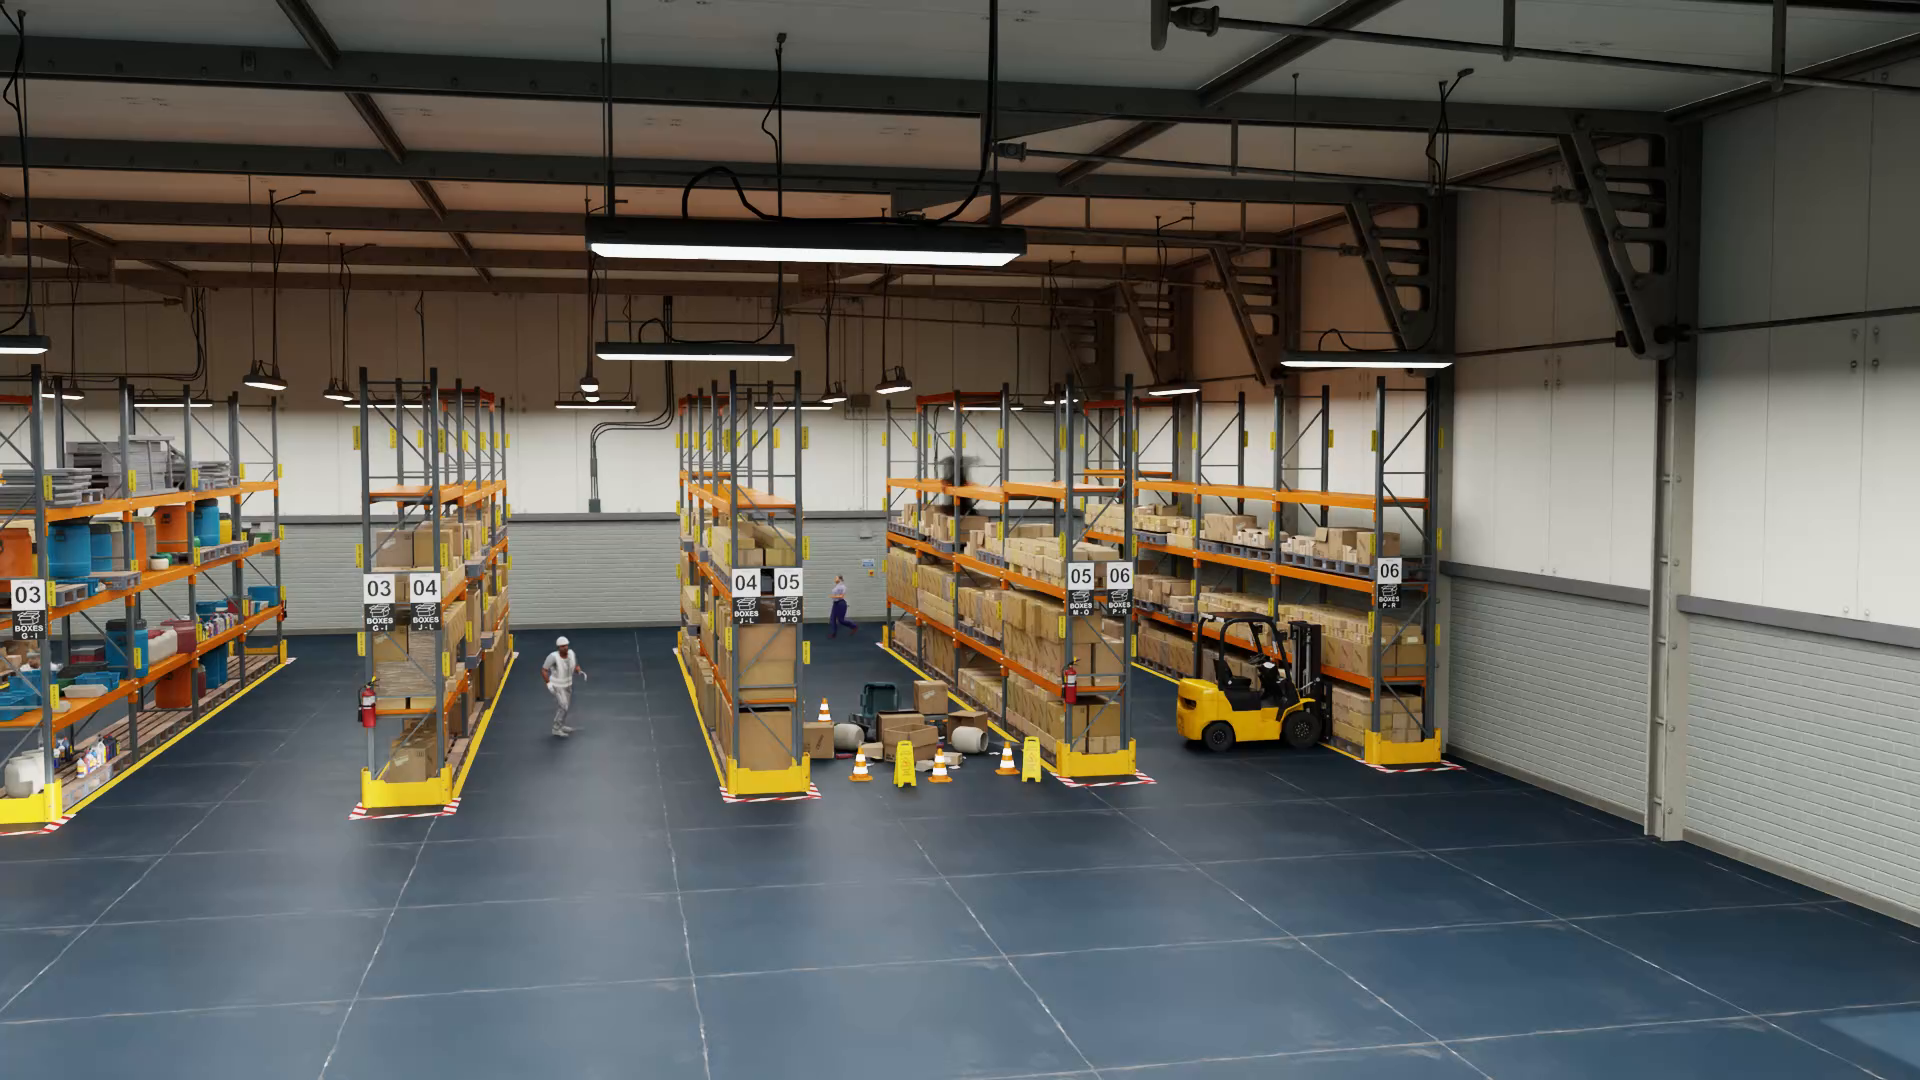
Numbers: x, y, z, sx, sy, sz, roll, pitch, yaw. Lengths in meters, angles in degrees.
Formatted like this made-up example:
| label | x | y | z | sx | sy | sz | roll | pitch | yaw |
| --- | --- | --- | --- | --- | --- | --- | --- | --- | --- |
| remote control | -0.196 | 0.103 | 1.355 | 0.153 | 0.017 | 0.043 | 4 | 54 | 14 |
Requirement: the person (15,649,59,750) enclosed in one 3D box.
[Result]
| label | x | y | z | sx | sy | sz | roll | pitch | yaw |
| --- | --- | --- | --- | --- | --- | --- | --- | --- | --- |
| person | -14.614 | 2.564 | 26.425 | 0.664 | 1.746 | 0.990 | 0 | 3 | -3 |

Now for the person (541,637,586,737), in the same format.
| label | x | y | z | sx | sy | sz | roll | pitch | yaw |
| --- | --- | --- | --- | --- | --- | --- | --- | --- | --- |
| person | -6.717 | 2.486 | 28.246 | 0.828 | 1.716 | 0.706 | 2 | 4 | 29 |

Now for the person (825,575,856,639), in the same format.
| label | x | y | z | sx | sy | sz | roll | pitch | yaw |
| --- | --- | --- | --- | --- | --- | --- | --- | --- | --- |
| person | -3.053 | 1.682 | 42.128 | 0.780 | 1.617 | 0.619 | -1 | 4 | -21 |
